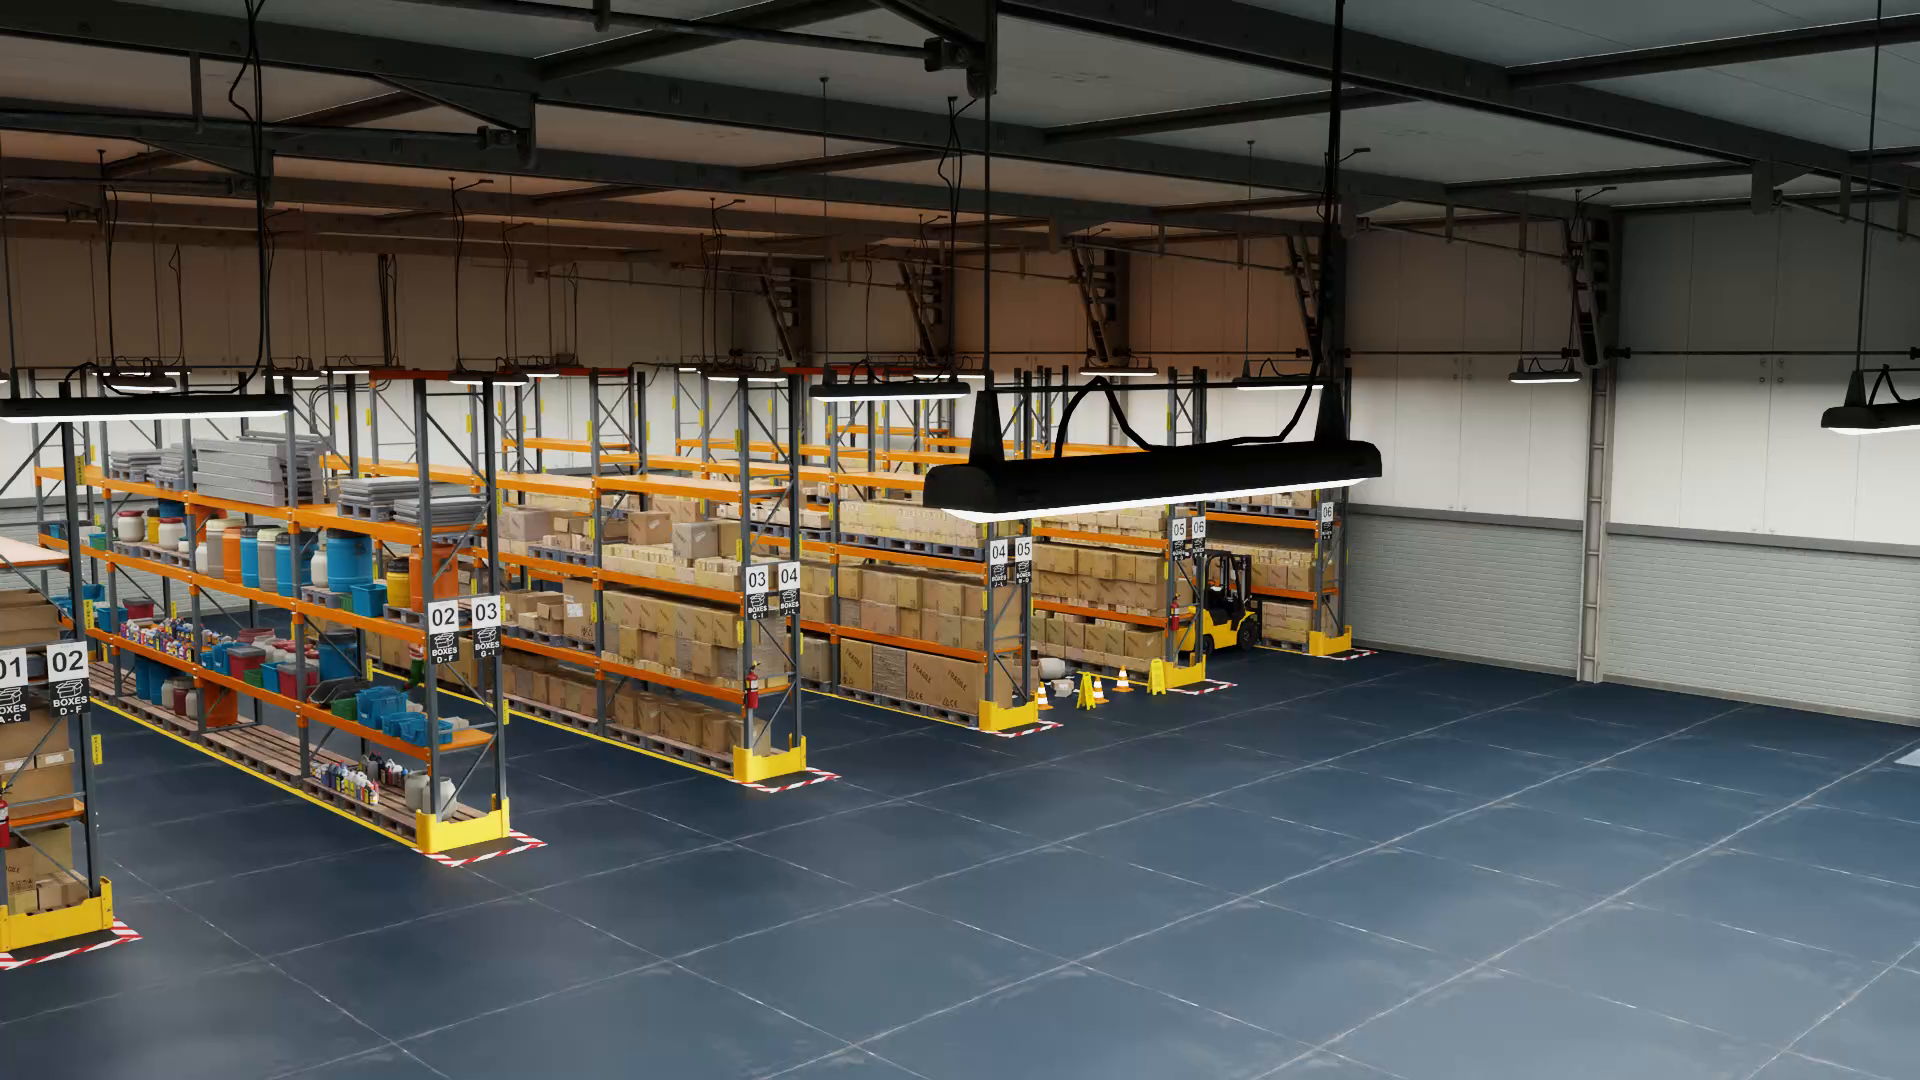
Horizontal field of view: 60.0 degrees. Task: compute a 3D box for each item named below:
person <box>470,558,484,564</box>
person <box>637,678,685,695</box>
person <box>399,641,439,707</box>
[{"bbox_3d":[-11.583,0.928,40.092,0.490,1.744,0.707,-3,7,-27],"label":"person"},{"bbox_3d":[-5.550,1.999,30.787,0.946,1.741,0.696,3,7,24],"label":"person"},{"bbox_3d":[-9.686,2.112,29.745,0.911,1.748,0.671,4,8,32],"label":"person"}]
